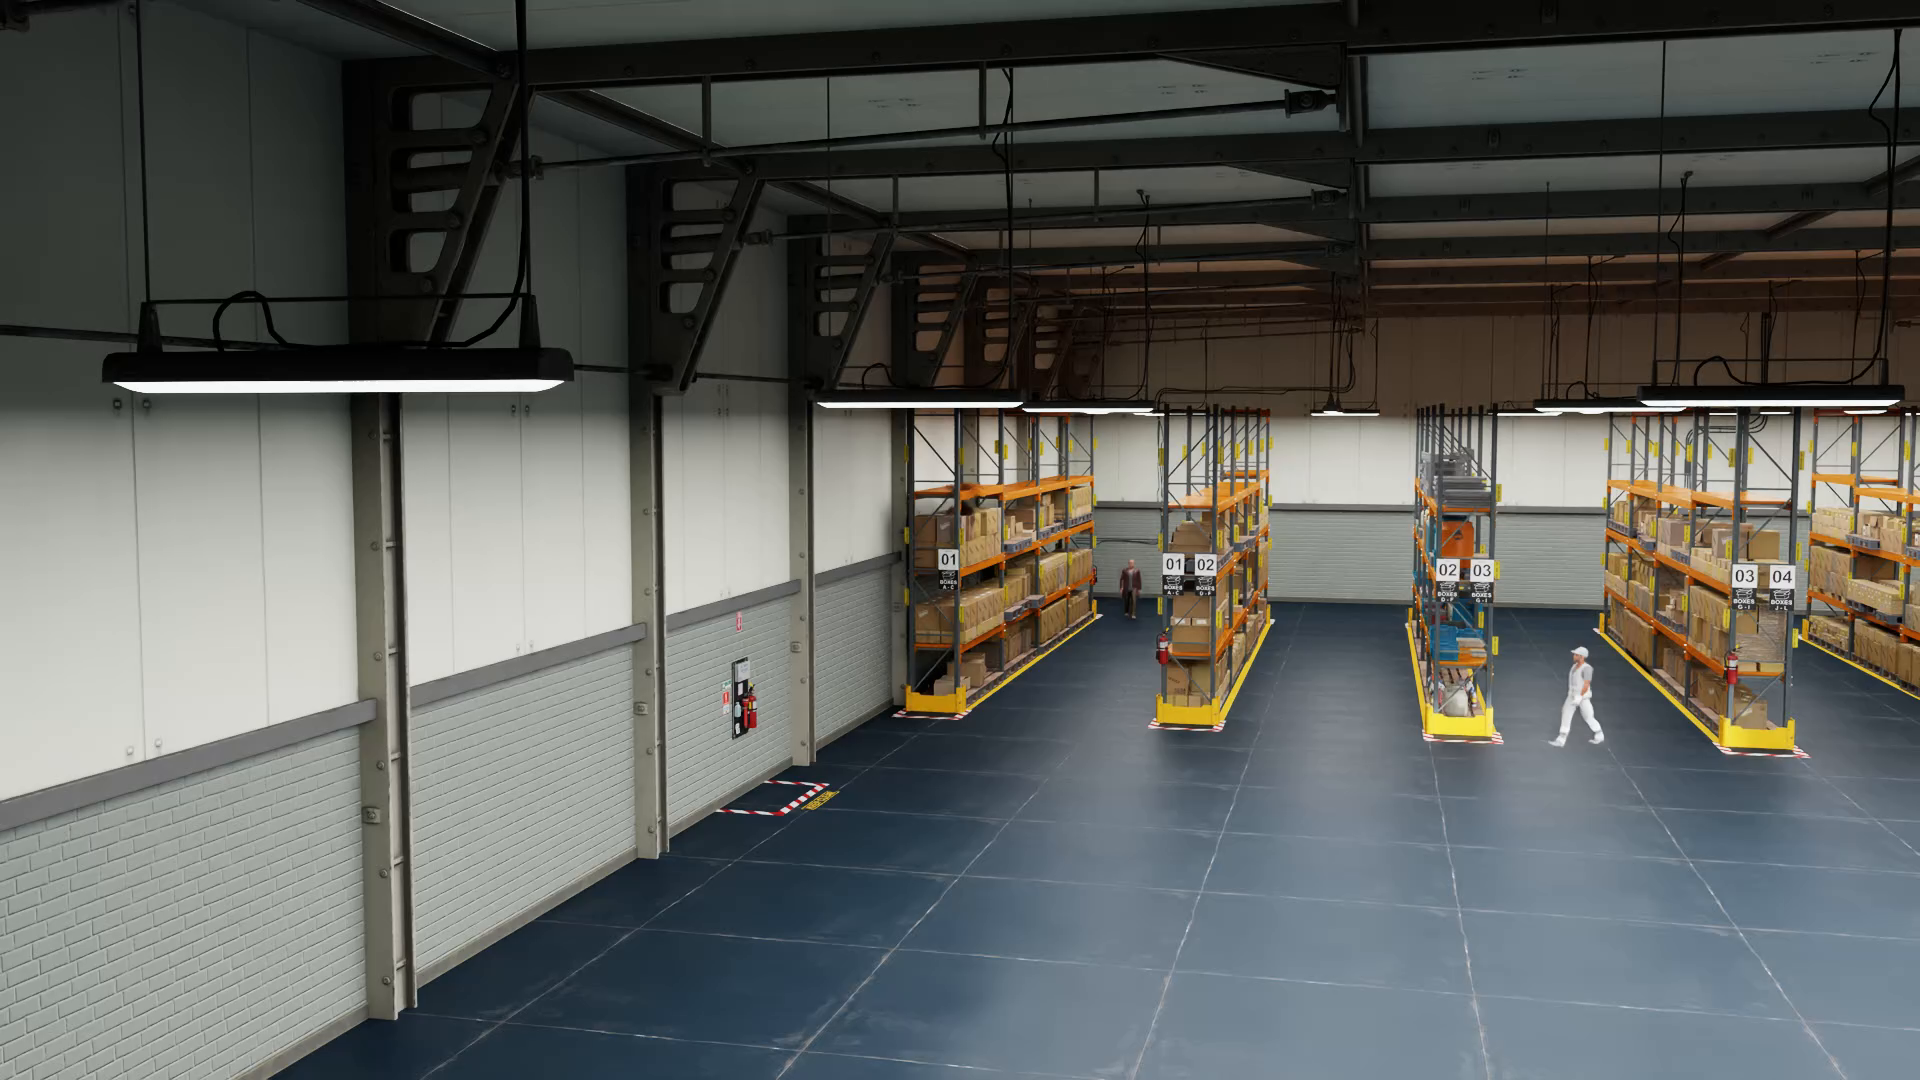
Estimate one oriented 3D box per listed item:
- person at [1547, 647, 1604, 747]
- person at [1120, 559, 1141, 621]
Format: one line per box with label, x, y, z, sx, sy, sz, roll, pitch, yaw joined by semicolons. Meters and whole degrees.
person;10.757;2.737;28.925;1.051;1.755;0.519;-2;5;-25
person;4.866;1.414;47.392;0.602;1.745;1.093;0;4;4
